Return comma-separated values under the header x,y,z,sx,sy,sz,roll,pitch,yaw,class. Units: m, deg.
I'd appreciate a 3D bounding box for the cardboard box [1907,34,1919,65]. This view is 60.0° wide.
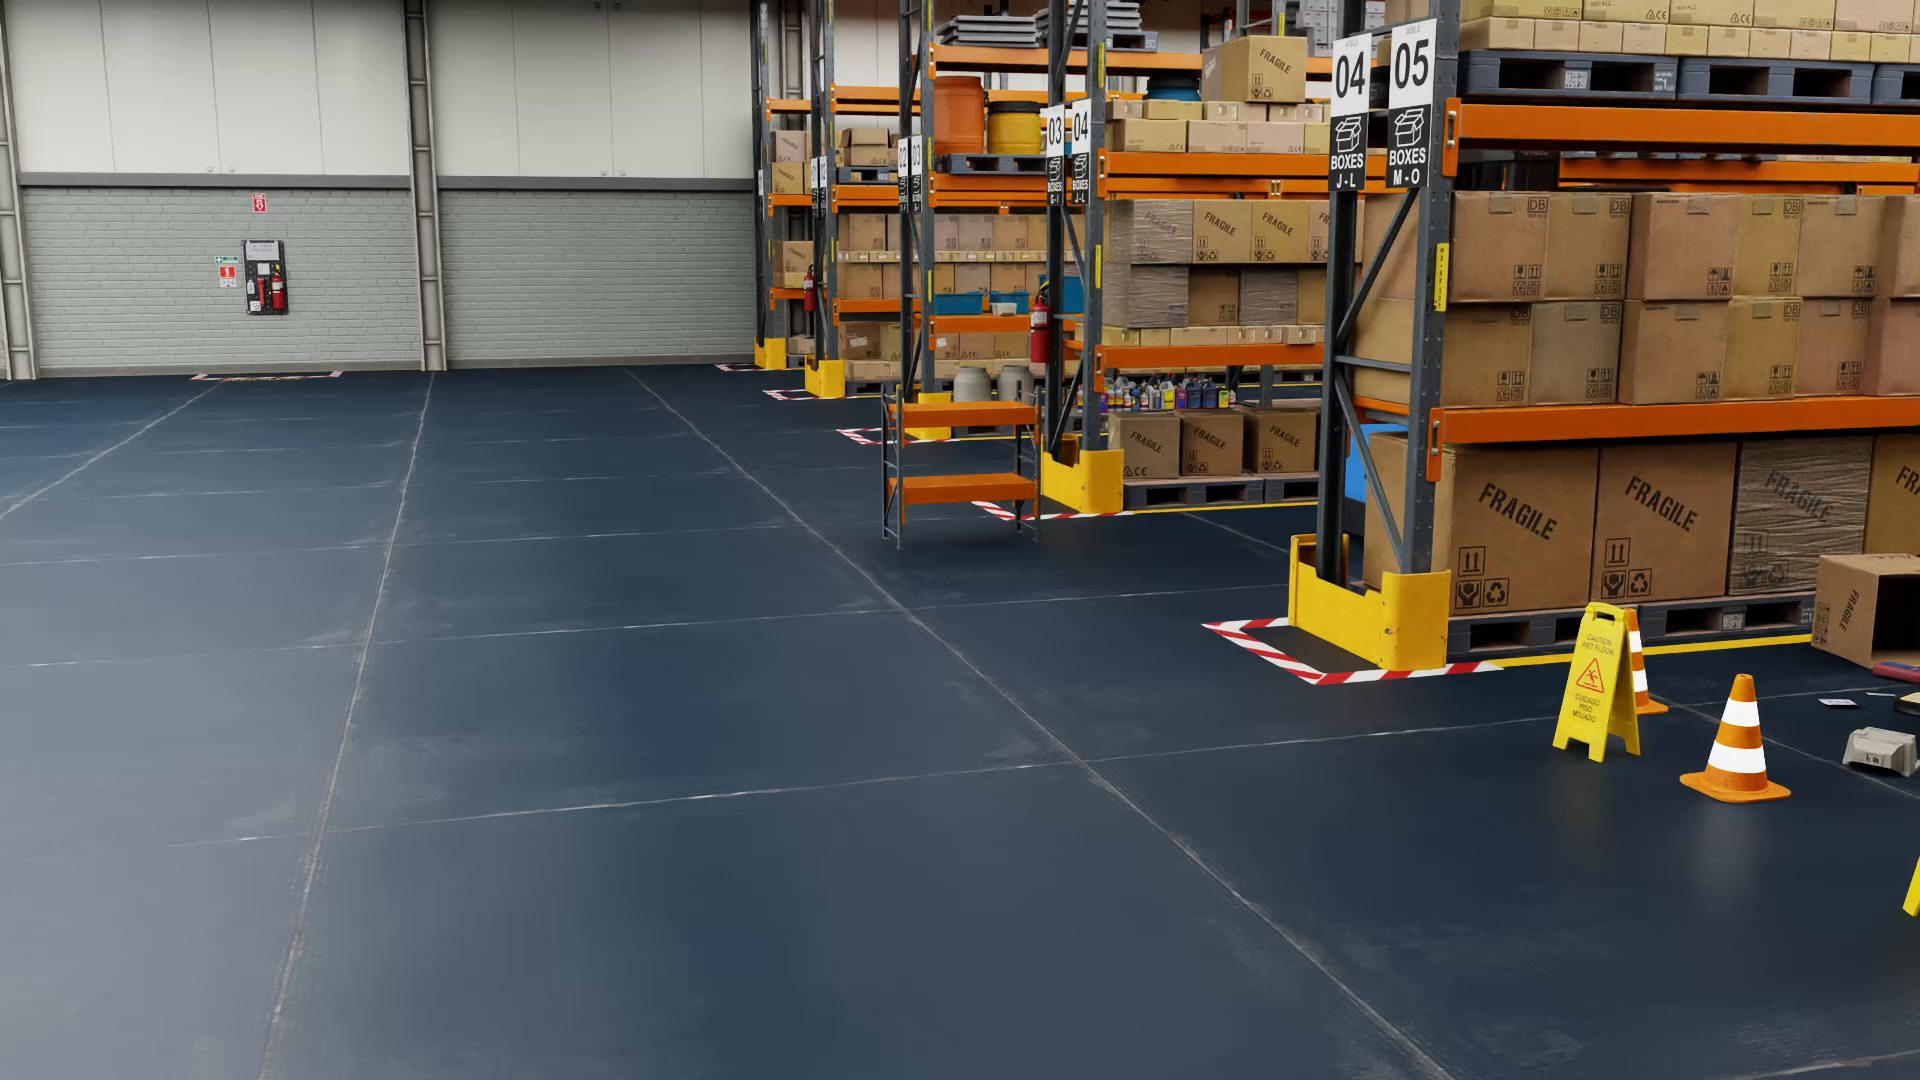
x,y,z,sx,sy,sz,roll,pitch,yaw,class
5.049,-2.613,8.929,0.250,0.149,0.380,-3,11,-16,cardboard box

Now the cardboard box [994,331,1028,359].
x,y,z,sx,sy,sz,roll,pitch,yaw,class
0.644,-2.821,23.448,0.500,0.500,0.500,-3,11,-16,cardboard box

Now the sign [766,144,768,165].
x,y,z,sx,sy,sz,roll,pitch,yaw,class
-3.087,-6.178,26.620,0.005,0.325,0.100,-3,11,-16,sign

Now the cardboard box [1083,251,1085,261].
x,y,z,sx,sy,sz,roll,pitch,yaw,class
1.789,-4.026,23.561,0.250,0.149,0.380,-3,11,-16,cardboard box

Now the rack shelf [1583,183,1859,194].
x,y,z,sx,sy,sz,roll,pitch,yaw,class
9.132,-4.272,20.671,4.000,0.370,1.077,-3,11,-16,rack shelf

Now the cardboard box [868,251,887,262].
x,y,z,sx,sy,sz,roll,pitch,yaw,class
-1.161,-3.871,22.718,0.250,0.149,0.380,-3,11,-17,cardboard box

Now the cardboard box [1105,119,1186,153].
x,y,z,sx,sy,sz,roll,pitch,yaw,class
1.450,-3.165,13.082,0.500,0.250,0.500,-3,11,-14,cardboard box

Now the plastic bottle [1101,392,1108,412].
x,y,z,sx,sy,sz,roll,pitch,yaw,class
1.581,-1.571,18.583,0.133,0.283,0.061,-3,11,-15,plastic bottle

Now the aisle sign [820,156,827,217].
x,y,z,sx,sy,sz,roll,pitch,yaw,class
-1.828,-4.728,22.264,0.004,0.787,0.394,-3,11,-16,aisle sign

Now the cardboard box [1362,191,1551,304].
x,y,z,sx,sy,sz,roll,pitch,yaw,class
2.571,-1.533,8.694,0.550,0.550,0.875,-3,11,-16,cardboard box

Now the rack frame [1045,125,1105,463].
x,y,z,sx,sy,sz,roll,pitch,yaw,class
0.915,-1.784,13.451,0.127,3.000,1.000,-3,11,-16,rack frame

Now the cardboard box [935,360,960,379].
x,y,z,sx,sy,sz,roll,pitch,yaw,class
-0.314,-2.400,23.233,0.500,0.250,0.500,-3,11,-16,cardboard box

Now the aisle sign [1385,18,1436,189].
x,y,z,sx,sy,sz,roll,pitch,yaw,class
2.220,-2.139,8.202,0.004,0.787,0.394,-3,11,-16,aisle sign

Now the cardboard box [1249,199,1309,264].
x,y,z,sx,sy,sz,roll,pitch,yaw,class
2.481,-2.501,13.488,0.500,0.500,0.500,-3,11,-16,cardboard box

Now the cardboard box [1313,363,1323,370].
x,y,z,sx,sy,sz,roll,pitch,yaw,class
5.394,-2.696,24.842,0.500,0.250,0.500,-3,11,-15,cardboard box

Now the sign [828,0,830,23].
x,y,z,sx,sy,sz,roll,pitch,yaw,class
-1.701,-6.897,21.639,0.005,0.325,0.100,-3,11,-16,sign

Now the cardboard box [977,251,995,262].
x,y,z,sx,sy,sz,roll,pitch,yaw,class
0.315,-3.948,23.138,0.250,0.149,0.380,-3,11,-14,cardboard box

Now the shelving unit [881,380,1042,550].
x,y,z,sx,sy,sz,roll,pitch,yaw,class
0.006,-0.554,11.946,1.048,1.125,0.538,-3,11,-16,shelving unit

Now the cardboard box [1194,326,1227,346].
x,y,z,sx,sy,sz,roll,pitch,yaw,class
1.979,-1.669,13.521,0.250,0.149,0.380,-3,11,-16,cardboard box

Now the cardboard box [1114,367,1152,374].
x,y,z,sx,sy,sz,roll,pitch,yaw,class
2.447,-2.540,23.994,0.500,0.250,0.500,-3,11,-17,cardboard box

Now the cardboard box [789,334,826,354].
x,y,z,sx,sy,sz,roll,pitch,yaw,class
-2.549,-3.280,27.792,0.500,0.311,0.500,-4,11,-22,cardboard box

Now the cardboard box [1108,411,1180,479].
x,y,z,sx,sy,sz,roll,pitch,yaw,class
1.519,-0.790,13.795,0.500,0.500,0.500,-1,10,-5,cardboard box

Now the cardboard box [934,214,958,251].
x,y,z,sx,sy,sz,roll,pitch,yaw,class
-0.361,-4.271,23.100,0.500,0.500,0.700,-3,11,-16,cardboard box

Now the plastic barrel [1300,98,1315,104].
x,y,z,sx,sy,sz,roll,pitch,yaw,class
3.799,-4.632,19.256,0.708,0.901,0.600,-3,11,-16,plastic barrel

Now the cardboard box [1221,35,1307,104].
x,y,z,sx,sy,sz,roll,pitch,yaw,class
2.416,-3.729,13.251,0.500,0.500,0.500,-3,11,-16,cardboard box

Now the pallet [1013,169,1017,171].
x,y,z,sx,sy,sz,roll,pitch,yaw,class
1.178,-5.093,23.384,1.213,0.211,1.003,-3,11,-16,pallet

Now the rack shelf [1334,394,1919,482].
x,y,z,sx,sy,sz,roll,pitch,yaw,class
4.124,-0.664,9.355,4.000,0.370,1.077,-3,11,-16,rack shelf

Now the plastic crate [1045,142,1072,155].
x,y,z,sx,sy,sz,roll,pitch,yaw,class
1.277,-4.261,18.667,0.575,0.384,0.392,-3,11,-16,plastic crate

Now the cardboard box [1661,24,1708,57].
x,y,z,sx,sy,sz,roll,pitch,yaw,class
3.592,-2.537,8.513,0.250,0.149,0.380,-3,11,-16,cardboard box

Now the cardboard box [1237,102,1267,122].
x,y,z,sx,sy,sz,roll,pitch,yaw,class
2.244,-3.399,13.251,0.250,0.149,0.380,-3,11,-16,cardboard box

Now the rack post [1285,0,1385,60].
x,y,z,sx,sy,sz,roll,pitch,yaw,class
5.238,-6.011,19.289,3.121,1.000,1.013,-3,11,-16,rack post

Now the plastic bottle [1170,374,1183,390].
x,y,z,sx,sy,sz,roll,pitch,yaw,class
2.520,-1.767,19.462,0.185,0.351,0.144,-3,11,-16,plastic bottle

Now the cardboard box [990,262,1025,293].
x,y,z,sx,sy,sz,roll,pitch,yaw,class
0.578,-3.682,23.484,0.500,0.500,0.700,-3,11,-15,cardboard box

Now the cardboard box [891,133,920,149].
x,y,z,sx,sy,sz,roll,pitch,yaw,class
-0.825,-6.465,27.502,0.500,0.500,0.500,-3,11,-18,cardboard box

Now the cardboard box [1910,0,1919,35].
x,y,z,sx,sy,sz,roll,pitch,yaw,class
5.158,-2.827,8.991,0.500,0.250,0.500,-3,11,-16,cardboard box

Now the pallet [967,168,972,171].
x,y,z,sx,sy,sz,roll,pitch,yaw,class
0.009,-5.031,23.052,1.213,0.211,1.003,-3,11,-16,pallet

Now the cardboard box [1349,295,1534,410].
x,y,z,sx,sy,sz,roll,pitch,yaw,class
2.548,-1.017,8.871,0.550,0.550,0.875,-3,11,-16,cardboard box

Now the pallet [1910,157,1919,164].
x,y,z,sx,sy,sz,roll,pitch,yaw,class
9.199,-3.613,15.623,1.003,0.211,1.213,-2,11,-13,pallet

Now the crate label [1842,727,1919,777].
x,y,z,sx,sy,sz,roll,pitch,yaw,class
3.838,0.874,6.918,0.250,0.136,0.298,10,14,43,crate label

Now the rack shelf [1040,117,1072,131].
x,y,z,sx,sy,sz,roll,pitch,yaw,class
2.522,-7.071,28.691,4.000,0.370,1.077,-3,11,-16,rack shelf

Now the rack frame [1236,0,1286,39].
x,y,z,sx,sy,sz,roll,pitch,yaw,class
3.371,-5.798,18.685,0.127,3.000,1.000,-3,11,-16,rack frame

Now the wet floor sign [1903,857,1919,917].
x,y,z,sx,sy,sz,roll,pitch,yaw,class
3.203,0.920,5.265,0.232,0.644,0.267,1,10,4,wet floor sign

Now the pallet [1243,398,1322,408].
x,y,z,sx,sy,sz,roll,pitch,yaw,class
4.114,-1.522,19.733,1.213,0.211,1.003,-3,11,-16,pallet

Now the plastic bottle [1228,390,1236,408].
x,y,z,sx,sy,sz,roll,pitch,yaw,class
3.110,-1.615,19.047,0.097,0.201,0.097,0,10,0,plastic bottle

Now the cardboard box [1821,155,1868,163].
x,y,z,sx,sy,sz,roll,pitch,yaw,class
7.735,-3.496,14.881,0.500,0.250,0.500,-3,11,-16,cardboard box

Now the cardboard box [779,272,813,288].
x,y,z,sx,sy,sz,roll,pitch,yaw,class
-2.681,-4.273,27.329,0.500,0.250,0.500,-3,11,-18,cardboard box

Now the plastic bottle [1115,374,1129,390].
x,y,z,sx,sy,sz,roll,pitch,yaw,class
1.891,-1.761,19.429,0.185,0.351,0.144,-3,11,-16,plastic bottle

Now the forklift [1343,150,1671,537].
x,y,z,sx,sy,sz,roll,pitch,yaw,class
4.301,-1.474,11.959,3.031,2.935,1.130,-3,11,-14,forklift

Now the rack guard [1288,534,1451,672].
x,y,z,sx,sy,sz,roll,pitch,yaw,class
2.181,0.314,8.960,0.348,0.500,1.175,-3,11,-16,rack guard

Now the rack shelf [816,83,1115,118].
x,y,z,sx,sy,sz,roll,pitch,yaw,class
0.070,-6.007,22.915,4.000,0.370,1.077,-3,11,-16,rack shelf

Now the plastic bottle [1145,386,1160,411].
x,y,z,sx,sy,sz,roll,pitch,yaw,class
2.182,-1.608,18.803,0.135,0.276,0.152,-3,11,-15,plastic bottle

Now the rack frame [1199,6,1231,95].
x,y,z,sx,sy,sz,roll,pitch,yaw,class
4.443,-7.722,29.139,0.127,3.000,1.000,-3,11,-16,rack frame

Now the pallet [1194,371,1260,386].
x,y,z,sx,sy,sz,roll,pitch,yaw,class
3.860,-2.444,24.737,1.213,0.211,1.003,-3,11,-16,pallet

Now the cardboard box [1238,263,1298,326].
x,y,z,sx,sy,sz,roll,pitch,yaw,class
2.389,-2.066,13.888,0.500,0.500,0.875,-3,11,-16,cardboard box

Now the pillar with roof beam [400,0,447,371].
x,y,z,sx,sy,sz,roll,pitch,yaw,class
-7.366,-6.451,22.235,0.400,9.000,9.100,-3,11,-16,pillar with roof beam

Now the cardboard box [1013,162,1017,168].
x,y,z,sx,sy,sz,roll,pitch,yaw,class
0.908,-5.227,23.017,0.250,0.149,0.380,-3,11,-16,cardboard box
